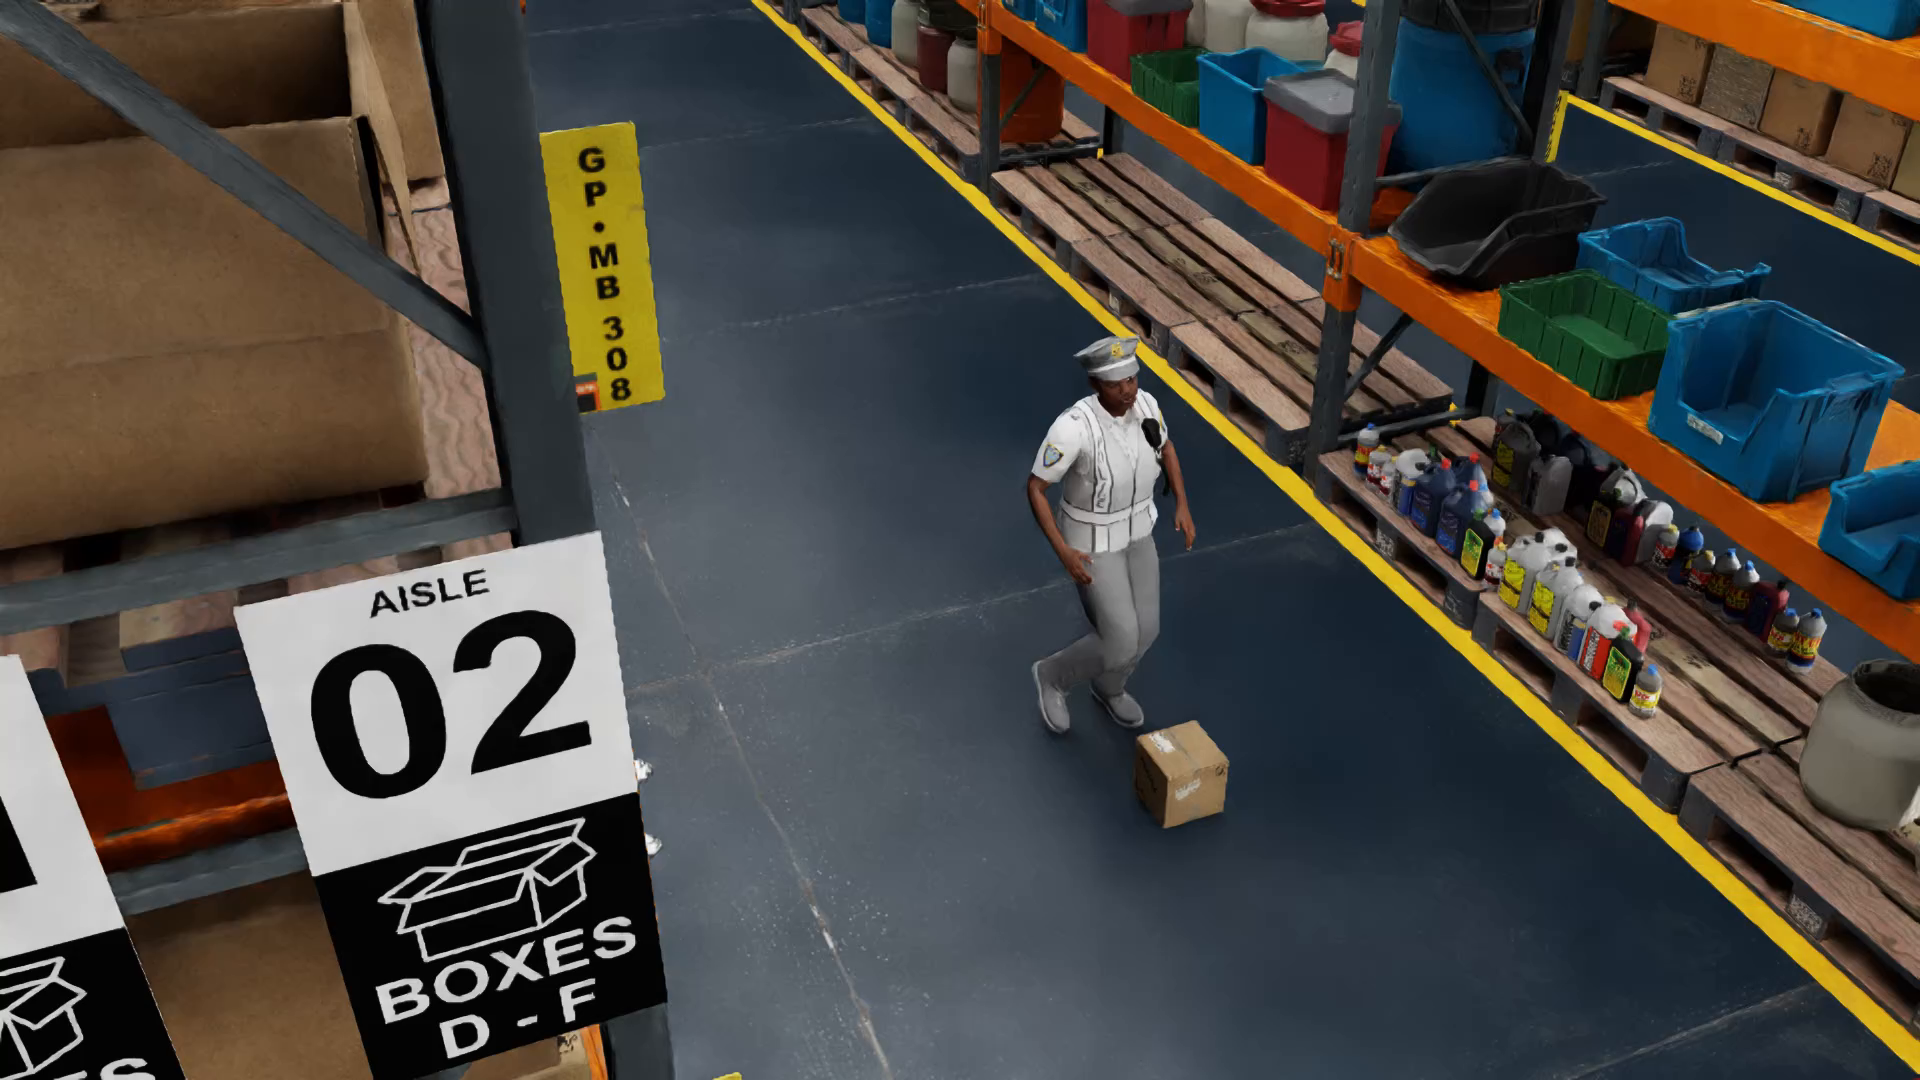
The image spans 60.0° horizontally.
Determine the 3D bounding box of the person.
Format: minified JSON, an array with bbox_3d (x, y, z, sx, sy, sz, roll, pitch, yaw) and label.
[{"bbox_3d":[0.599,0.004,6.151,0.626,1.660,0.469,-27,42,-34],"label":"person"}]
